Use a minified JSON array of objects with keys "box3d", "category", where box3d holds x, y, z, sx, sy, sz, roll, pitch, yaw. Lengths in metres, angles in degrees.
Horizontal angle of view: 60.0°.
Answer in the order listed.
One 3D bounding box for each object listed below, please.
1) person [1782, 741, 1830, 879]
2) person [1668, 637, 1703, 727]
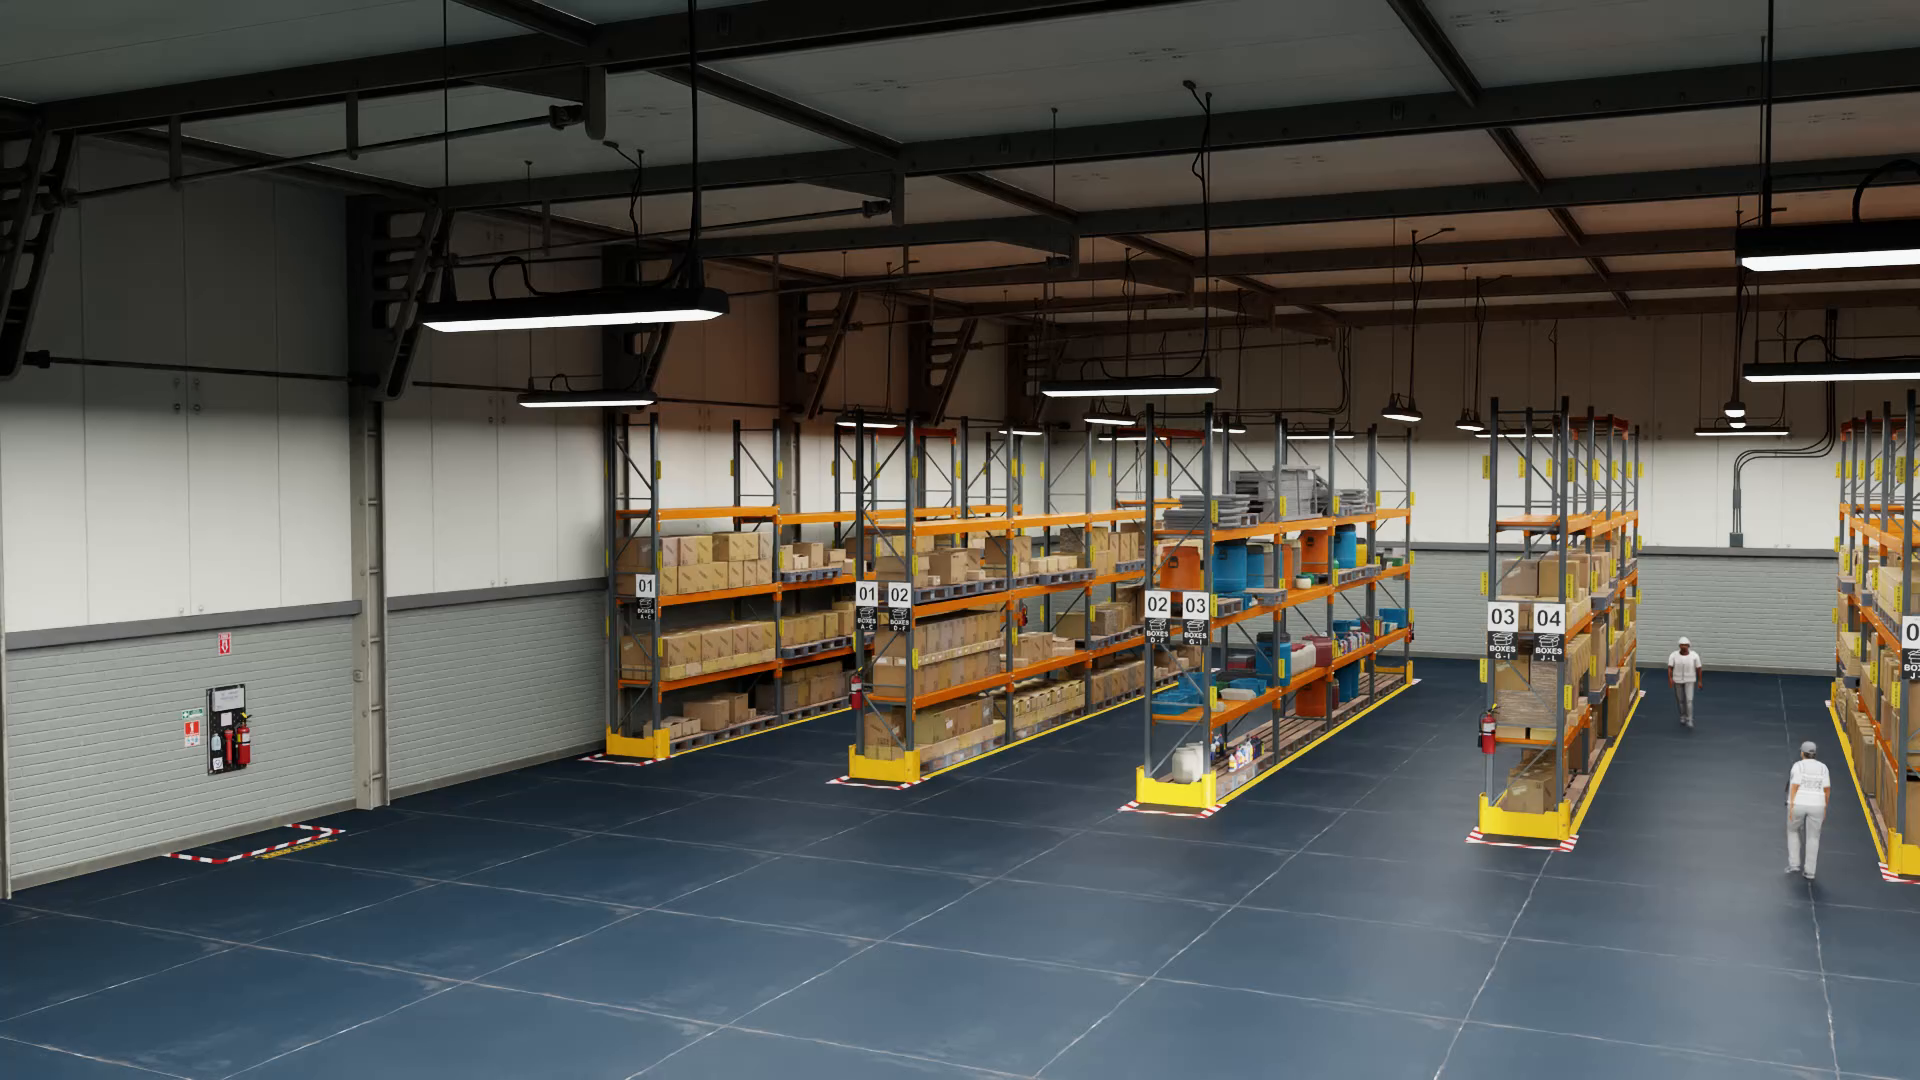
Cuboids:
[{"box3d":[10.422,3.343,20.452,0.505,1.710,0.606,1,3,21],"category":"person"},{"box3d":[14.088,2.749,32.354,0.616,1.716,0.967,2,3,33],"category":"person"}]
